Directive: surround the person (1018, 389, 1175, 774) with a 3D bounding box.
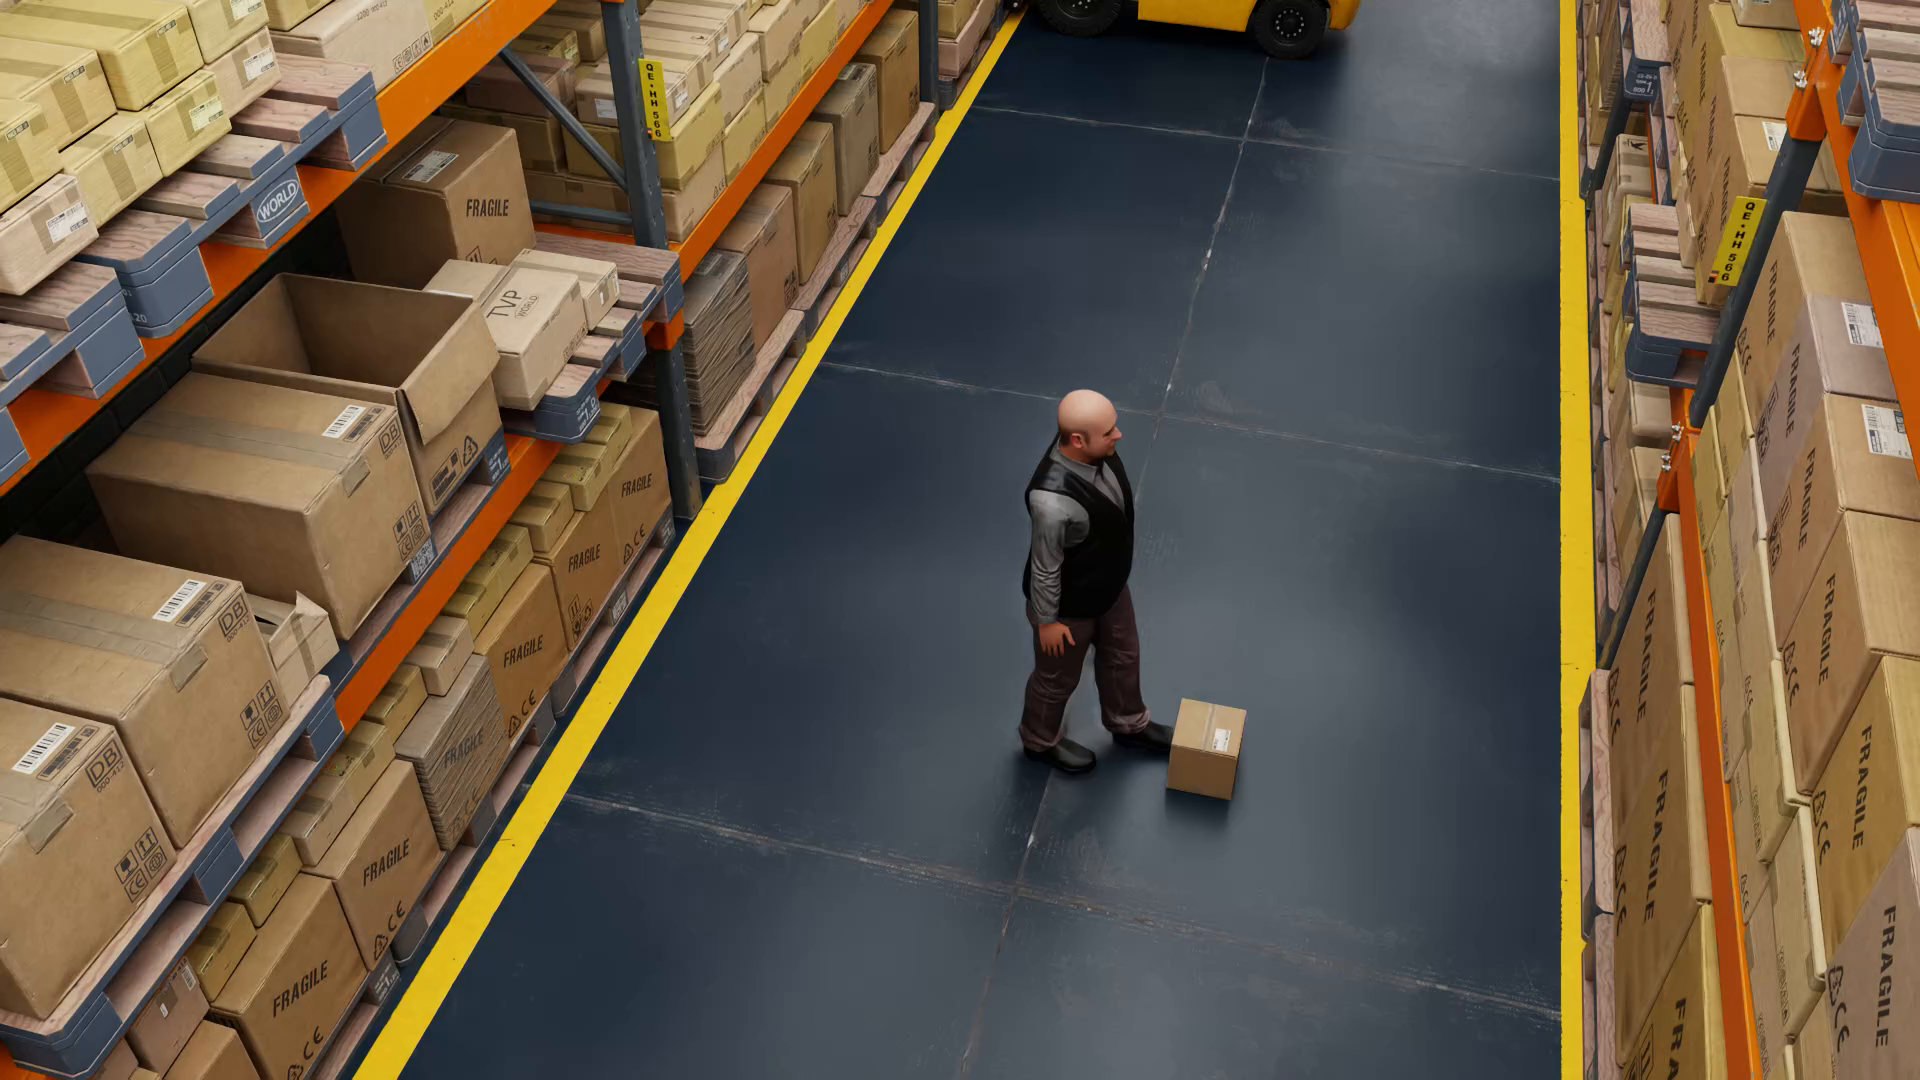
[{"bbox_3d":[0.530,0.202,5.930,0.623,1.720,0.559,16,43,18],"label":"person"}]
